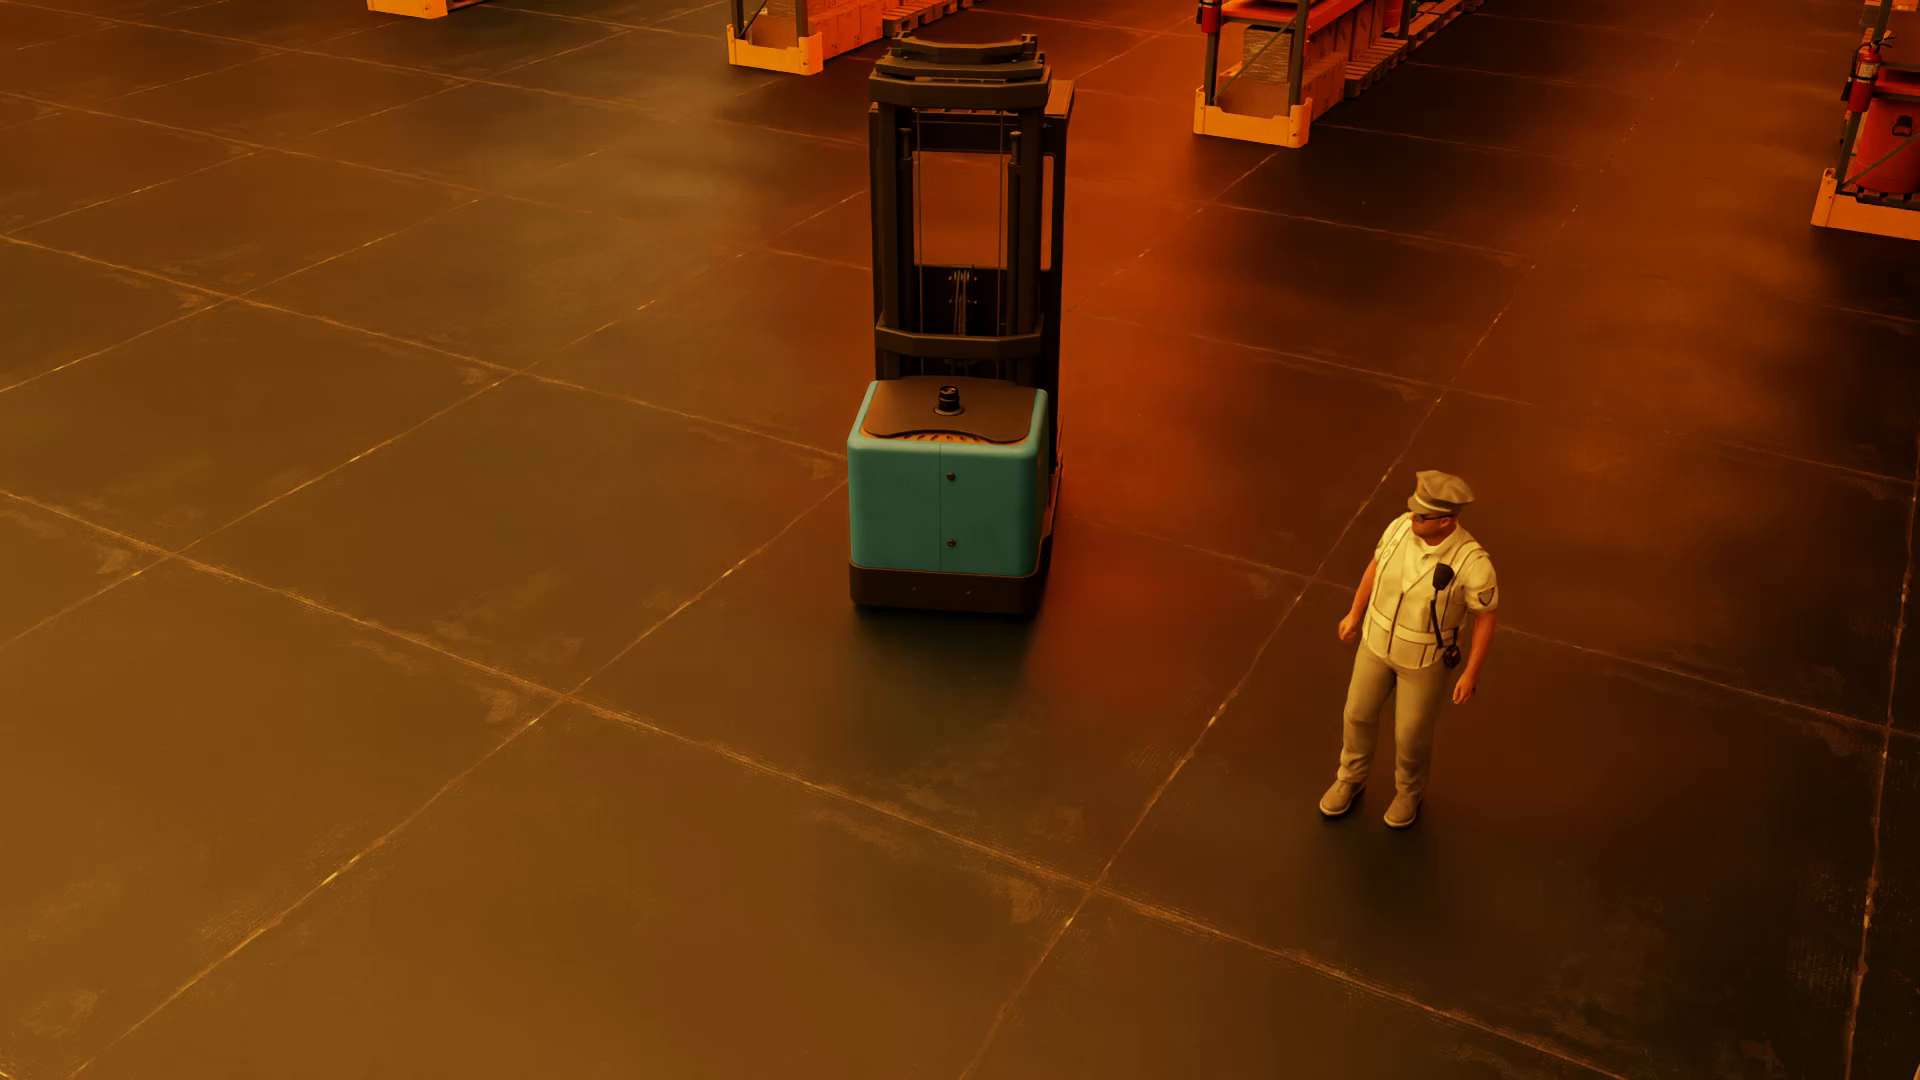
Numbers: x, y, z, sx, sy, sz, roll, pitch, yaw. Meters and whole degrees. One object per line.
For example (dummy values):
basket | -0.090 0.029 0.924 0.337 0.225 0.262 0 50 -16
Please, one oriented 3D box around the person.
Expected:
person | 1.970 0.493 7.396 0.699 1.752 0.479 24 38 35

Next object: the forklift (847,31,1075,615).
forklift | 0.072 -1.572 9.794 1.130 2.935 3.031 3 30 6
